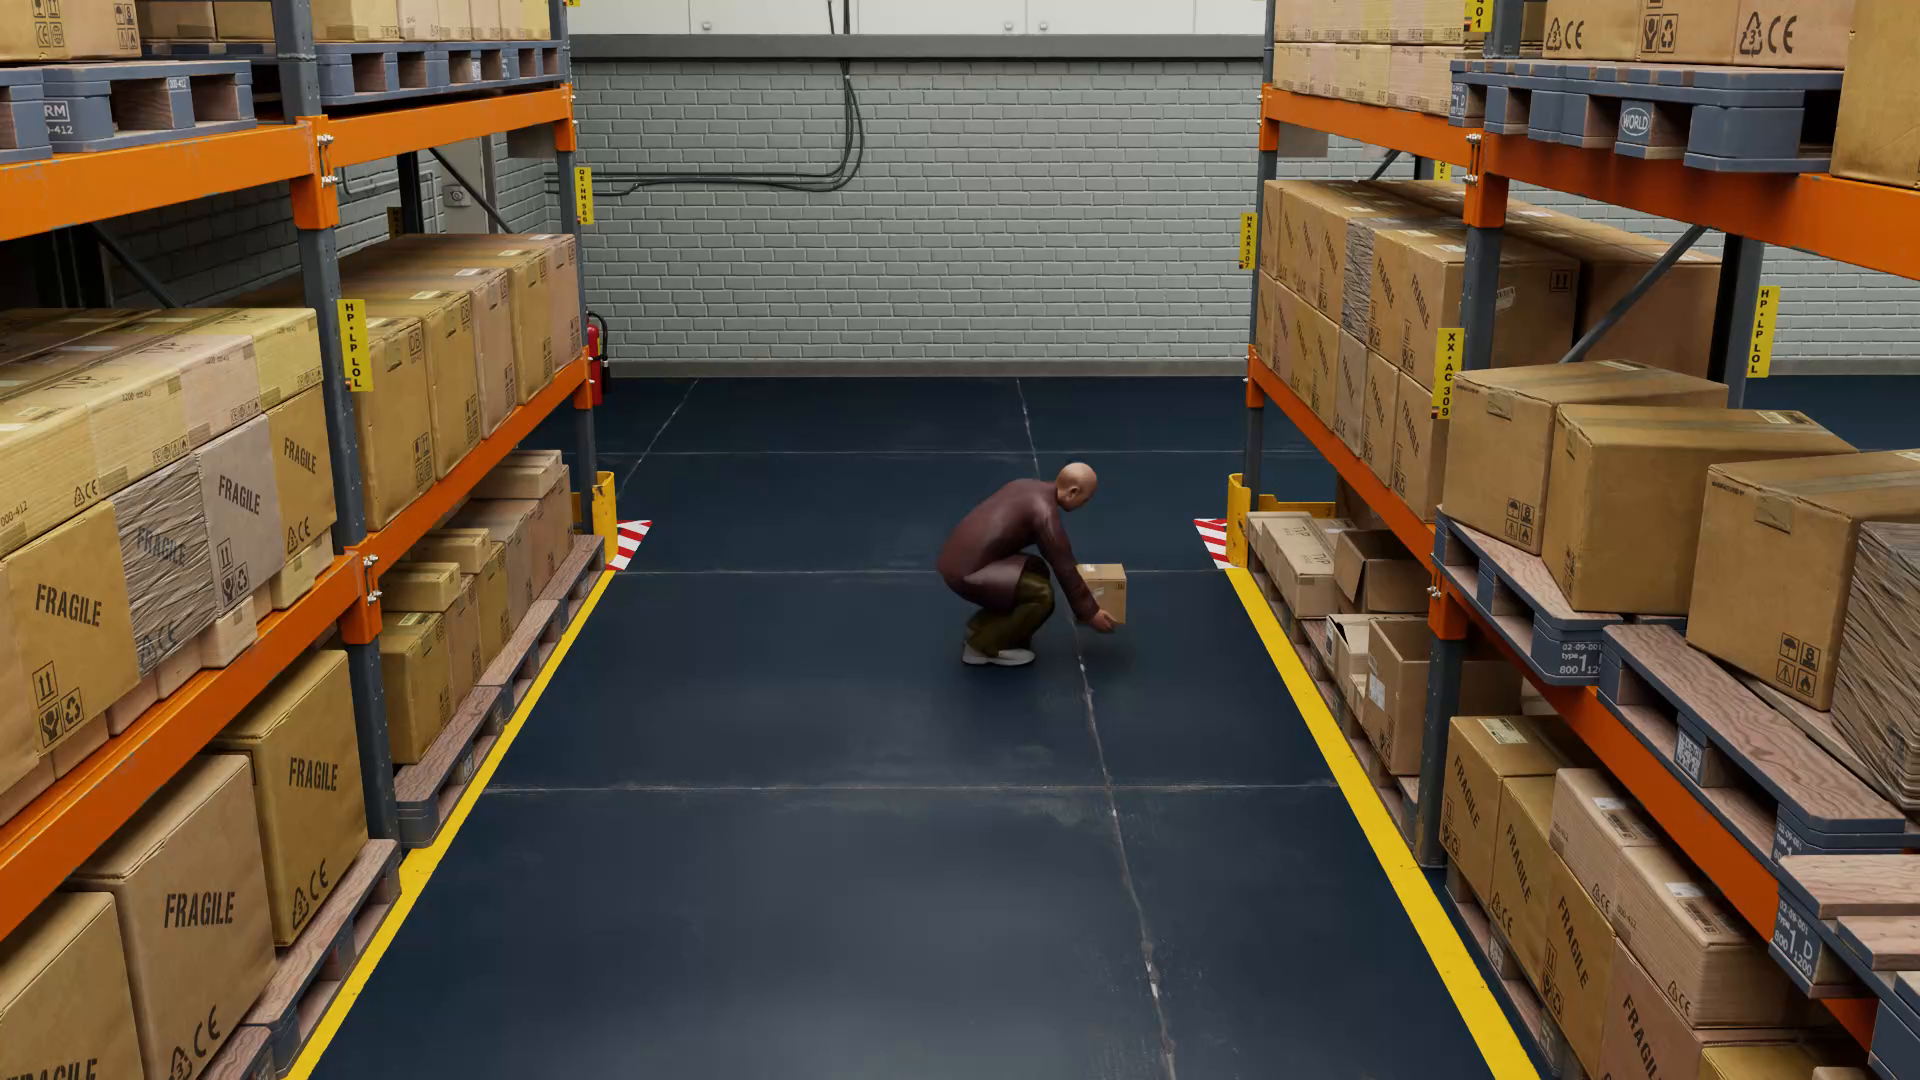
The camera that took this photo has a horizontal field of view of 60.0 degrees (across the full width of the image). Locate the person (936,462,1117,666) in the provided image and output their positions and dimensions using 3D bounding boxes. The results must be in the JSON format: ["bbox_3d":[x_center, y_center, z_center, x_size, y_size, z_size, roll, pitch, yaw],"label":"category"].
[{"bbox_3d":[0.335,0.106,8.547,0.918,1.010,0.611,0,17,-1],"label":"person"}]
